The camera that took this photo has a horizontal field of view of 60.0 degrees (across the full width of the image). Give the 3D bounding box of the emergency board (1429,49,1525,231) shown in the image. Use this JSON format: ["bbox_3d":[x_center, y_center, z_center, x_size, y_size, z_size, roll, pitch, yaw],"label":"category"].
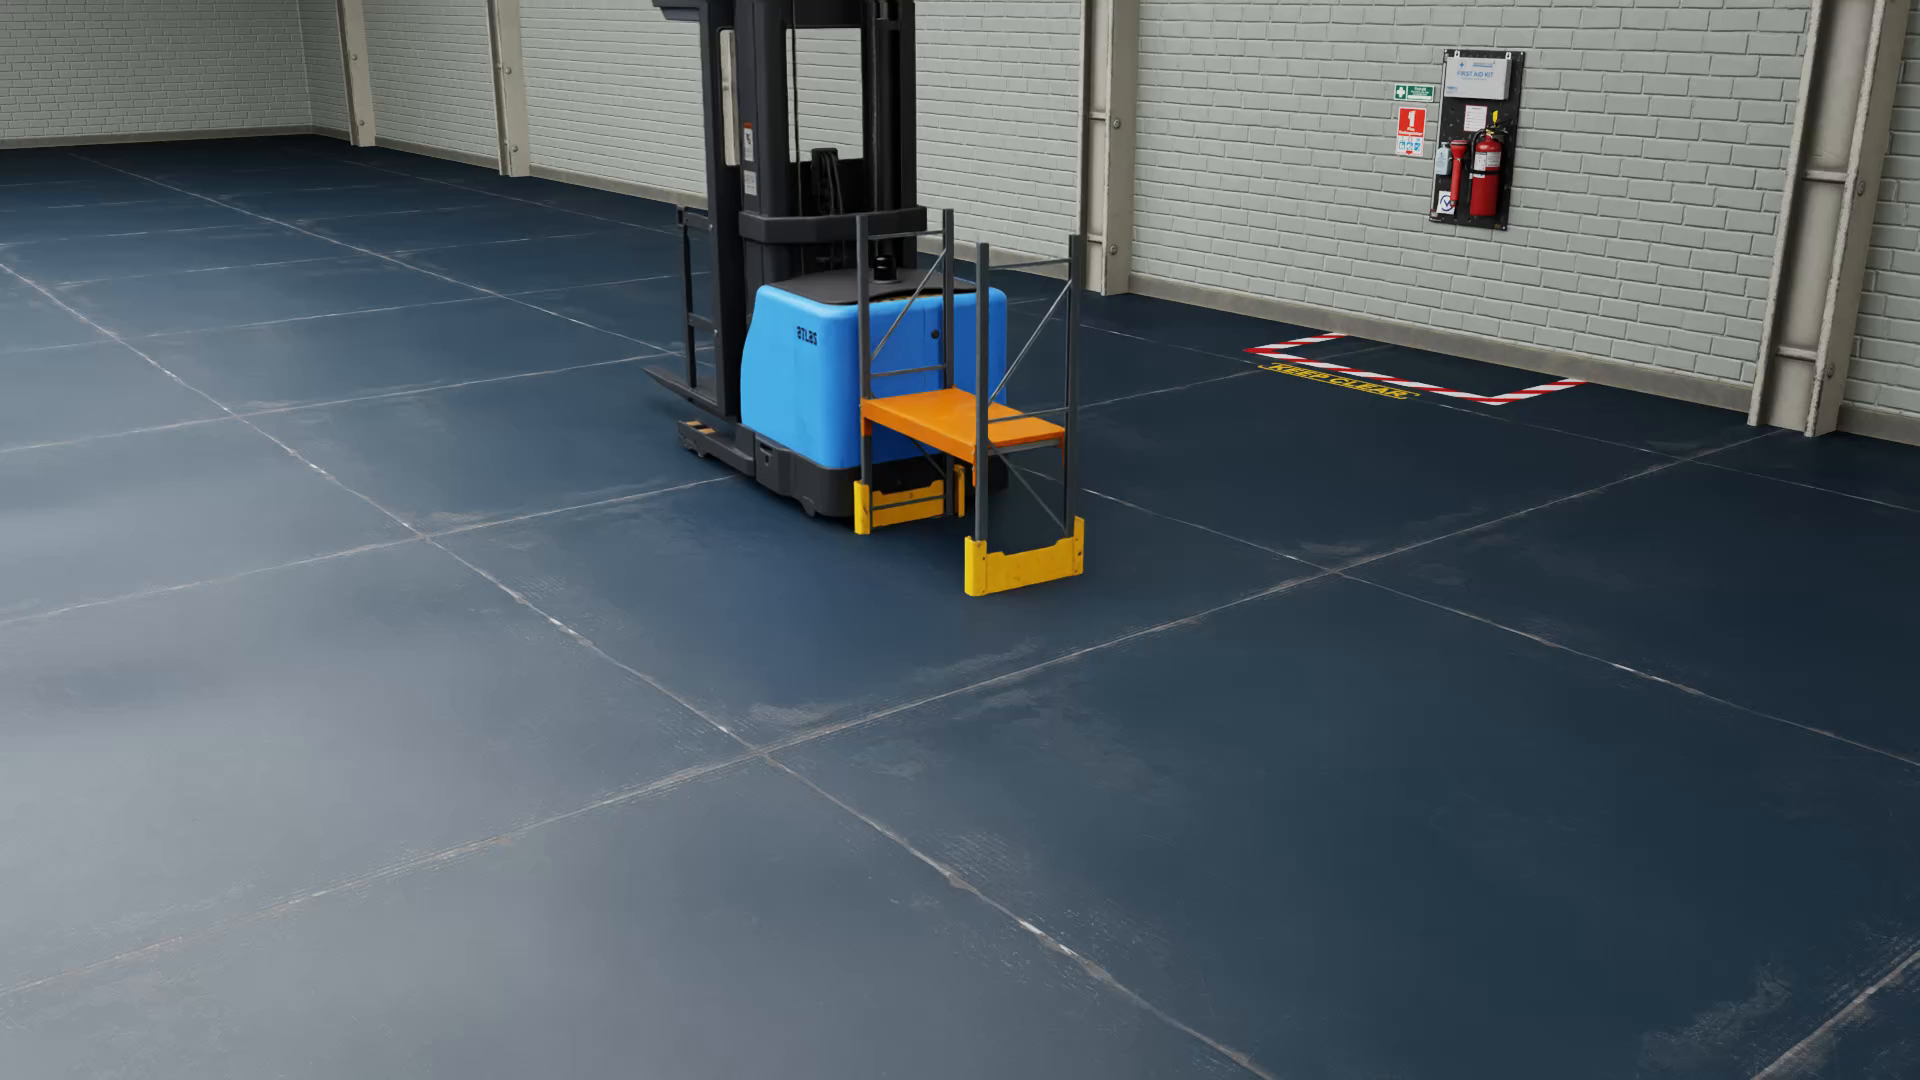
[{"bbox_3d":[3.450,-2.715,11.291,0.194,1.169,0.643,-14,23,-36],"label":"emergency board"}]

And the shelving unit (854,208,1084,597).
[{"bbox_3d":[0.023,-0.657,7.461,0.587,1.500,1.083,-11,21,-30],"label":"shelving unit"}]

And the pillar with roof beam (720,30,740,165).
[{"bbox_3d":[-5.871,-7.064,14.879,9.100,9.000,0.400,-14,23,-36],"label":"pillar with roof beam"}]

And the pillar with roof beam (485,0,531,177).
[{"bbox_3d":[-9.596,-8.542,19.344,9.100,9.000,0.400,-14,23,-36],"label":"pillar with roof beam"}]

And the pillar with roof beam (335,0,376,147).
[{"bbox_3d":[-13.321,-10.021,23.809,9.100,9.000,0.400,-14,23,-36],"label":"pillar with roof beam"}]

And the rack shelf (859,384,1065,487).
[{"bbox_3d":[0.018,-0.489,7.524,0.538,0.185,1.000,-11,21,-30],"label":"rack shelf"}]

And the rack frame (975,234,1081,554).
[{"bbox_3d":[0.286,-0.524,7.058,0.500,1.500,0.032,-11,21,-30],"label":"rack frame"}]

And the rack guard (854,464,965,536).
[{"bbox_3d":[-0.240,-0.197,8.059,0.587,0.250,0.087,-11,21,-30],"label":"rack guard"}]

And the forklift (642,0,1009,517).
[{"bbox_3d":[-0.938,-1.913,8.976,1.130,2.935,3.031,-11,21,-29],"label":"forklift"}]

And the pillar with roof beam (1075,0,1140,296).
[{"bbox_3d":[-2.145,-5.585,10.414,9.100,9.000,0.400,-14,23,-36],"label":"pillar with roof beam"}]

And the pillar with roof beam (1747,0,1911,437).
[{"bbox_3d":[1.580,-4.107,5.949,9.100,9.000,0.400,-14,23,-36],"label":"pillar with roof beam"}]

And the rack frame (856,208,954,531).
[{"bbox_3d":[-0.250,-0.795,7.878,0.500,1.500,0.032,-11,21,-30],"label":"rack frame"}]

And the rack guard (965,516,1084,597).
[{"bbox_3d":[0.285,0.069,7.255,0.587,0.250,0.087,-11,21,-30],"label":"rack guard"}]

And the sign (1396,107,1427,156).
[{"bbox_3d":[3.188,-2.889,11.758,0.001,0.329,0.234,-14,23,-36],"label":"sign"}]

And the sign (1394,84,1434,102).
[{"bbox_3d":[3.184,-3.137,11.666,0.001,0.109,0.331,-14,23,-36],"label":"sign"}]

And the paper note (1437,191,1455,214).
[{"bbox_3d":[3.394,-2.354,11.602,0.016,0.148,0.142,-14,23,-36],"label":"paper note"}]
